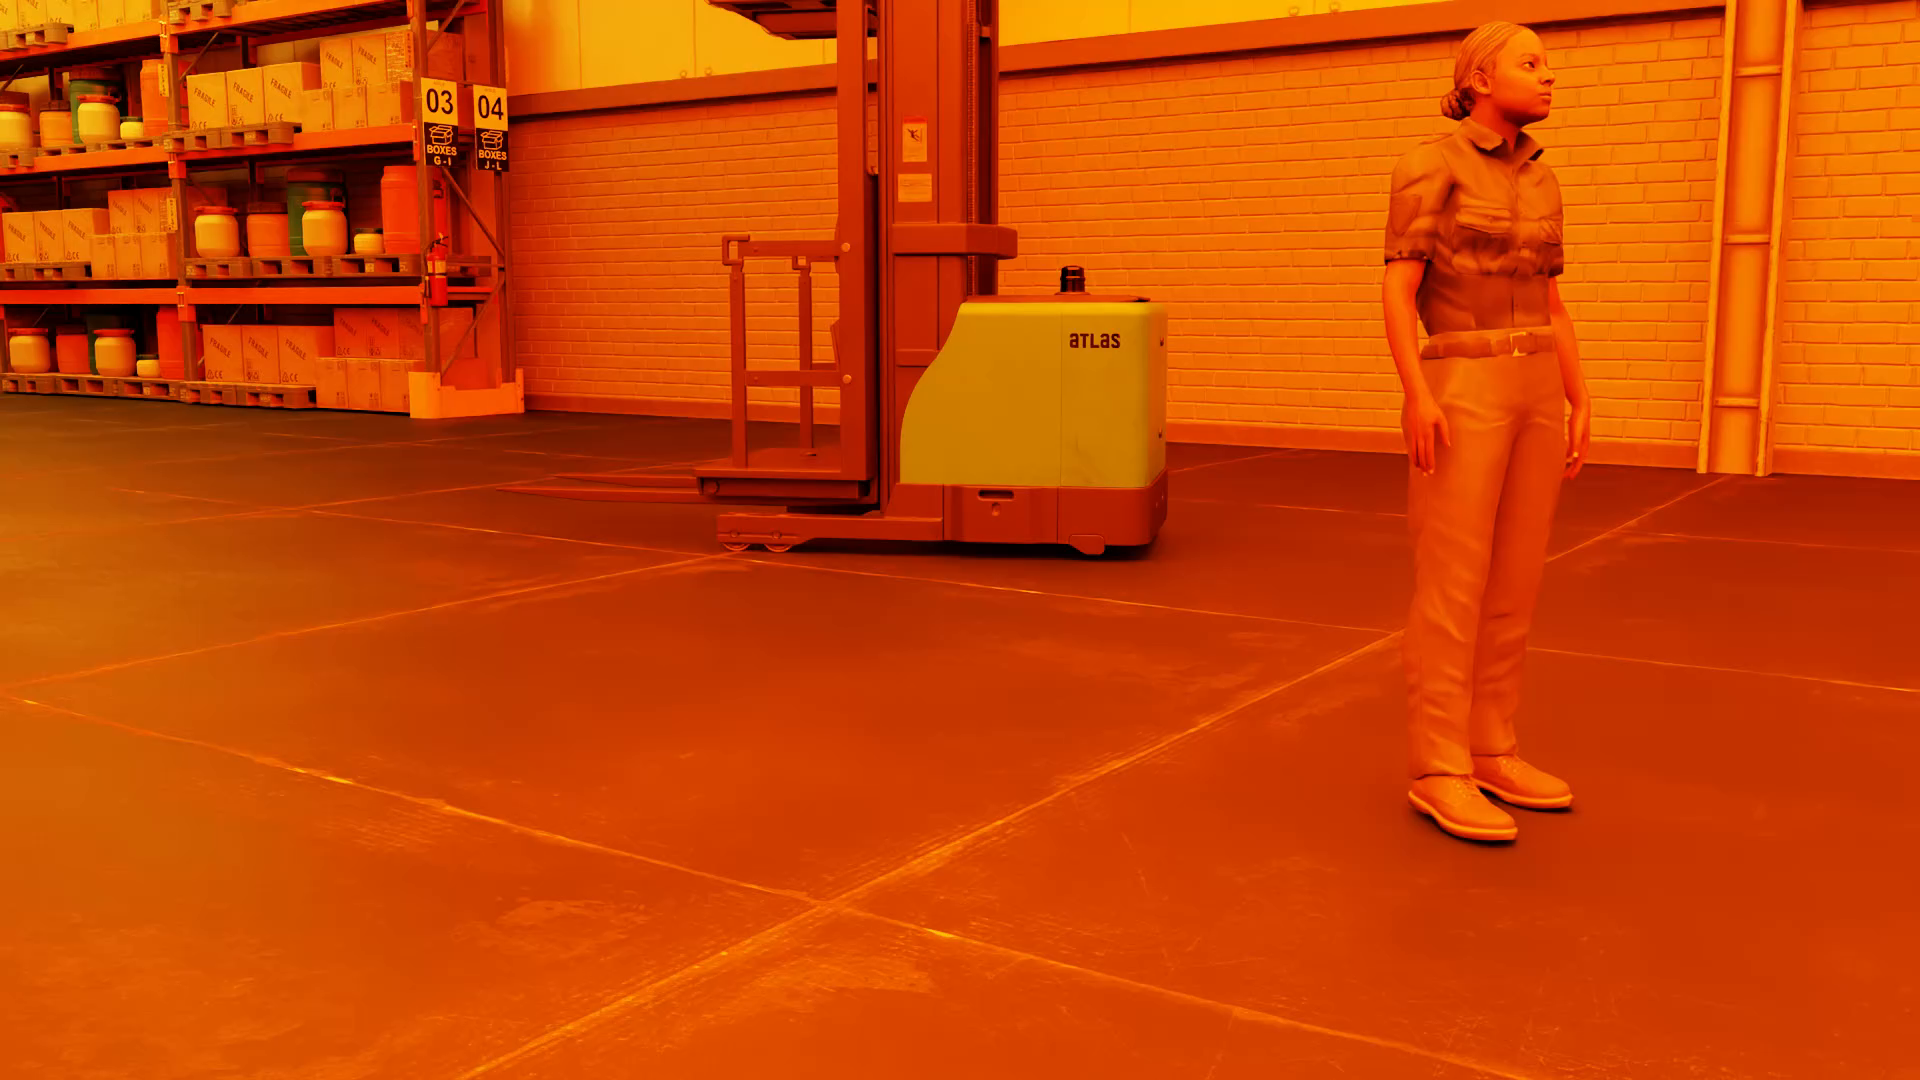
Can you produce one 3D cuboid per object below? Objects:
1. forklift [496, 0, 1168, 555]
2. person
[{"bbox_3d":[-0.596,-1.469,7.520,3.031,2.935,1.130,2,8,12],"label":"forklift"},{"bbox_3d":[1.163,-0.253,3.504,0.565,1.645,0.501,-5,9,-29],"label":"person"}]
